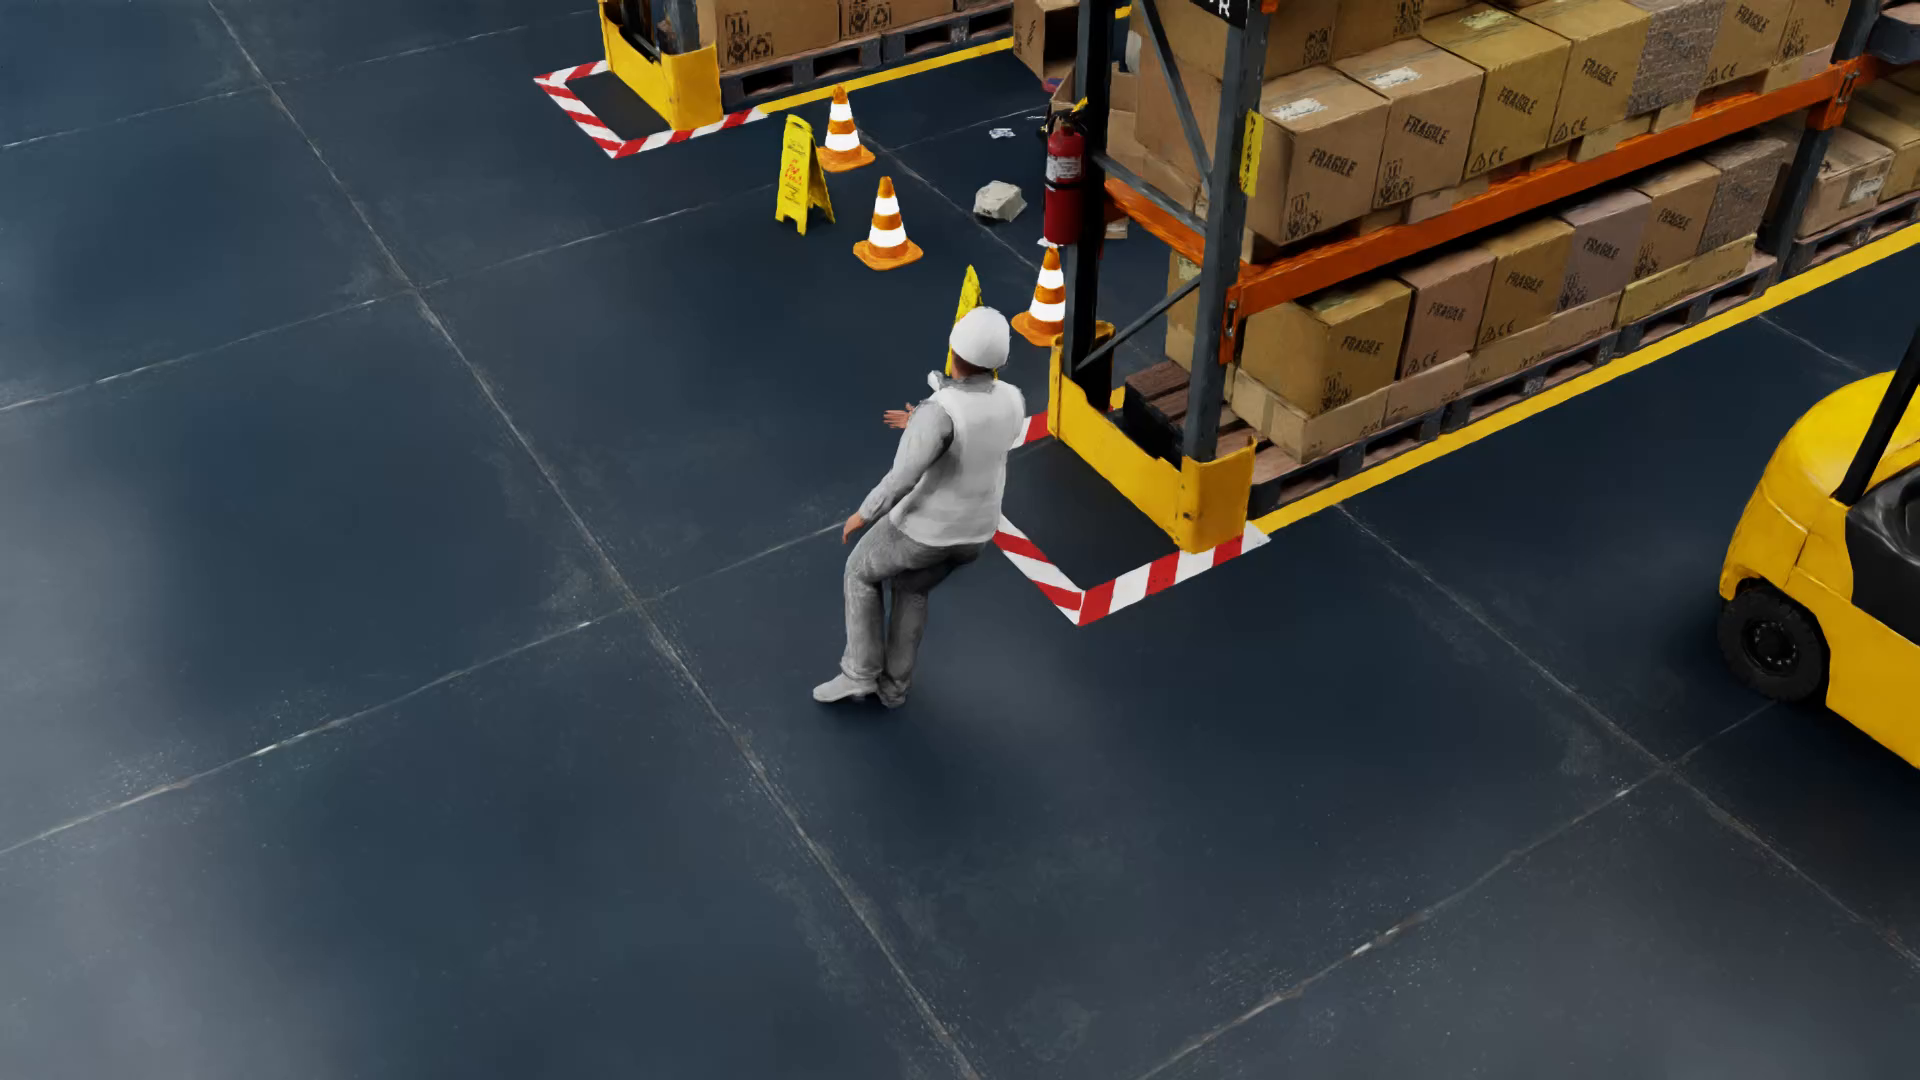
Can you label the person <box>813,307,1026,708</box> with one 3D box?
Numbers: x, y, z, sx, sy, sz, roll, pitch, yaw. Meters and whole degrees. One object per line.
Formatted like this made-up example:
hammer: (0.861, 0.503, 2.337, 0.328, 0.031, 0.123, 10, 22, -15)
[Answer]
person: (-0.198, -0.113, 6.365, 0.895, 1.653, 0.569, -24, 46, -26)
